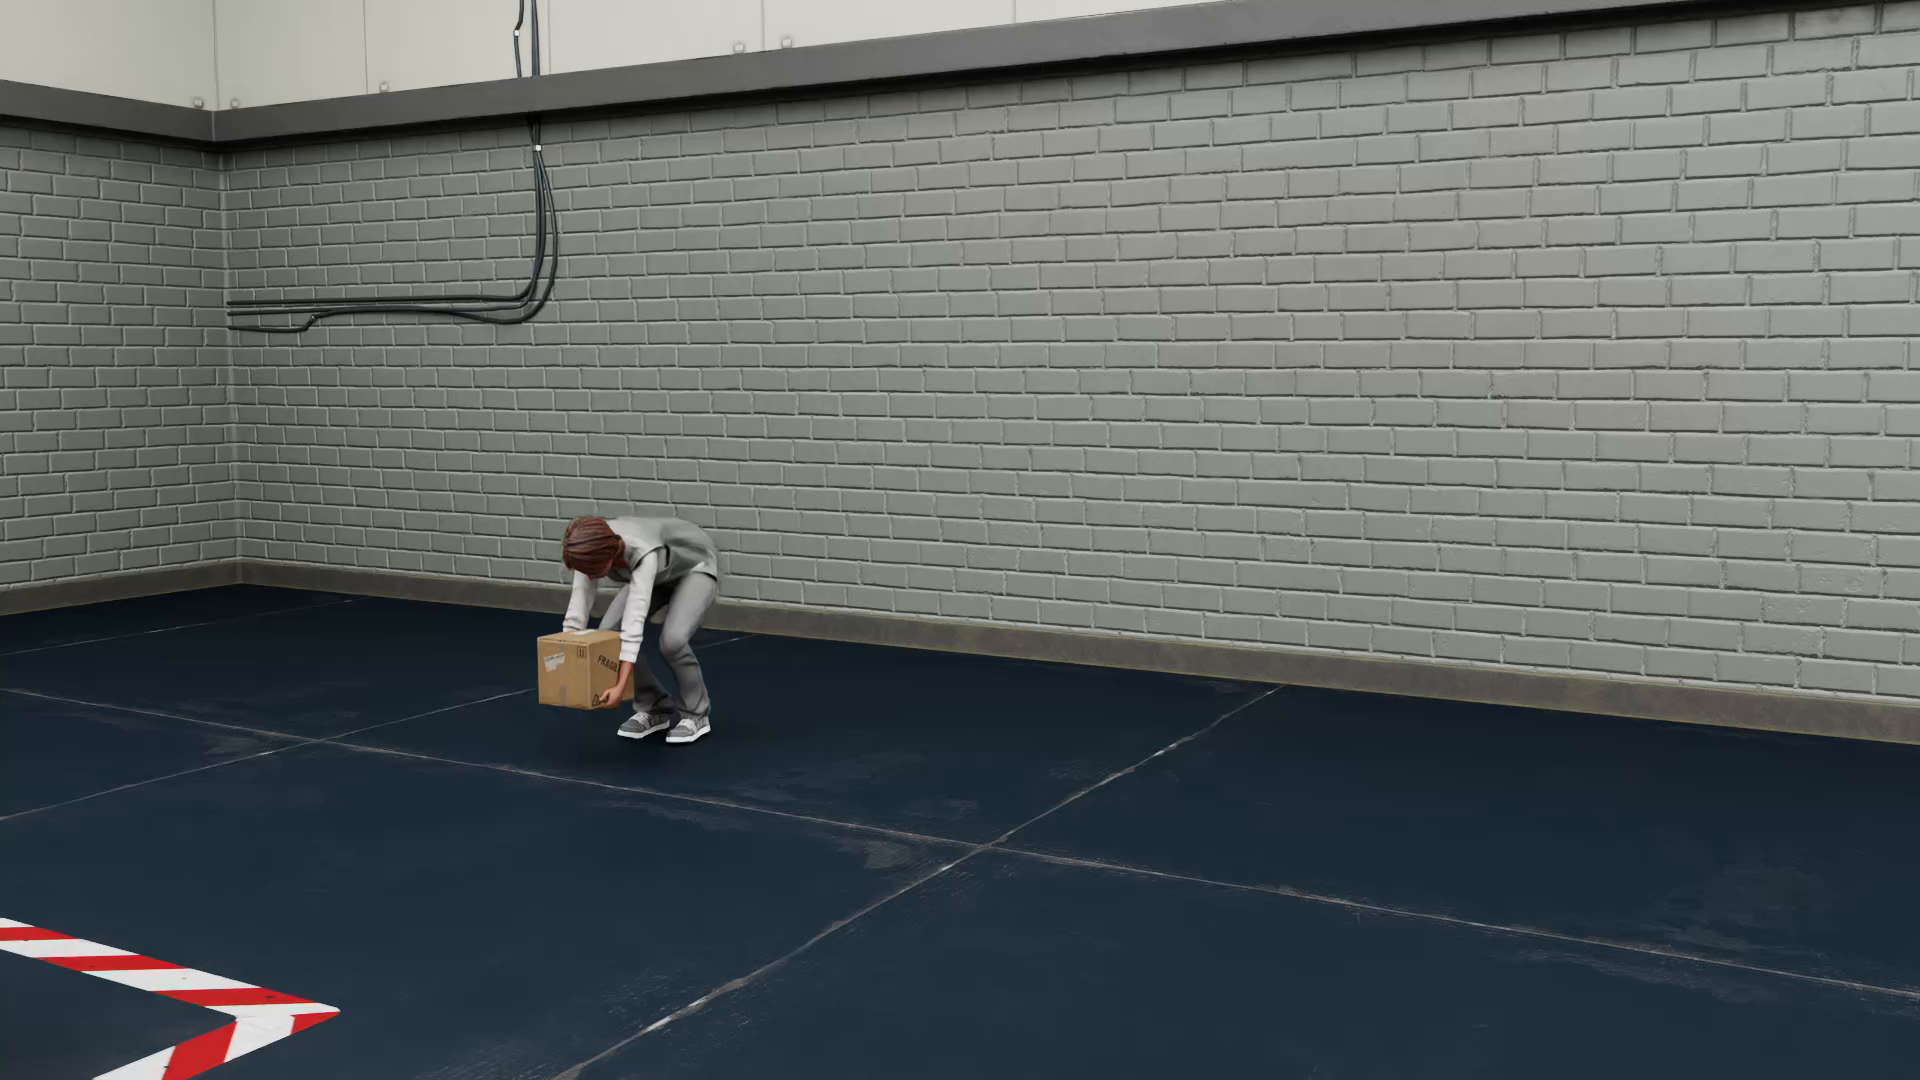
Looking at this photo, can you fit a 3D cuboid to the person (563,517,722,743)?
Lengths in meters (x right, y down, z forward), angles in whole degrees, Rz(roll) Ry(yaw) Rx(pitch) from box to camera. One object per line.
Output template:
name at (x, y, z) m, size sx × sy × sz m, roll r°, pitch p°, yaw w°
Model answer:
person at (-1.246, 0.348, 6.485) m, size 0.429 × 0.923 × 0.862 m, roll 3°, pitch 7°, yaw 26°
